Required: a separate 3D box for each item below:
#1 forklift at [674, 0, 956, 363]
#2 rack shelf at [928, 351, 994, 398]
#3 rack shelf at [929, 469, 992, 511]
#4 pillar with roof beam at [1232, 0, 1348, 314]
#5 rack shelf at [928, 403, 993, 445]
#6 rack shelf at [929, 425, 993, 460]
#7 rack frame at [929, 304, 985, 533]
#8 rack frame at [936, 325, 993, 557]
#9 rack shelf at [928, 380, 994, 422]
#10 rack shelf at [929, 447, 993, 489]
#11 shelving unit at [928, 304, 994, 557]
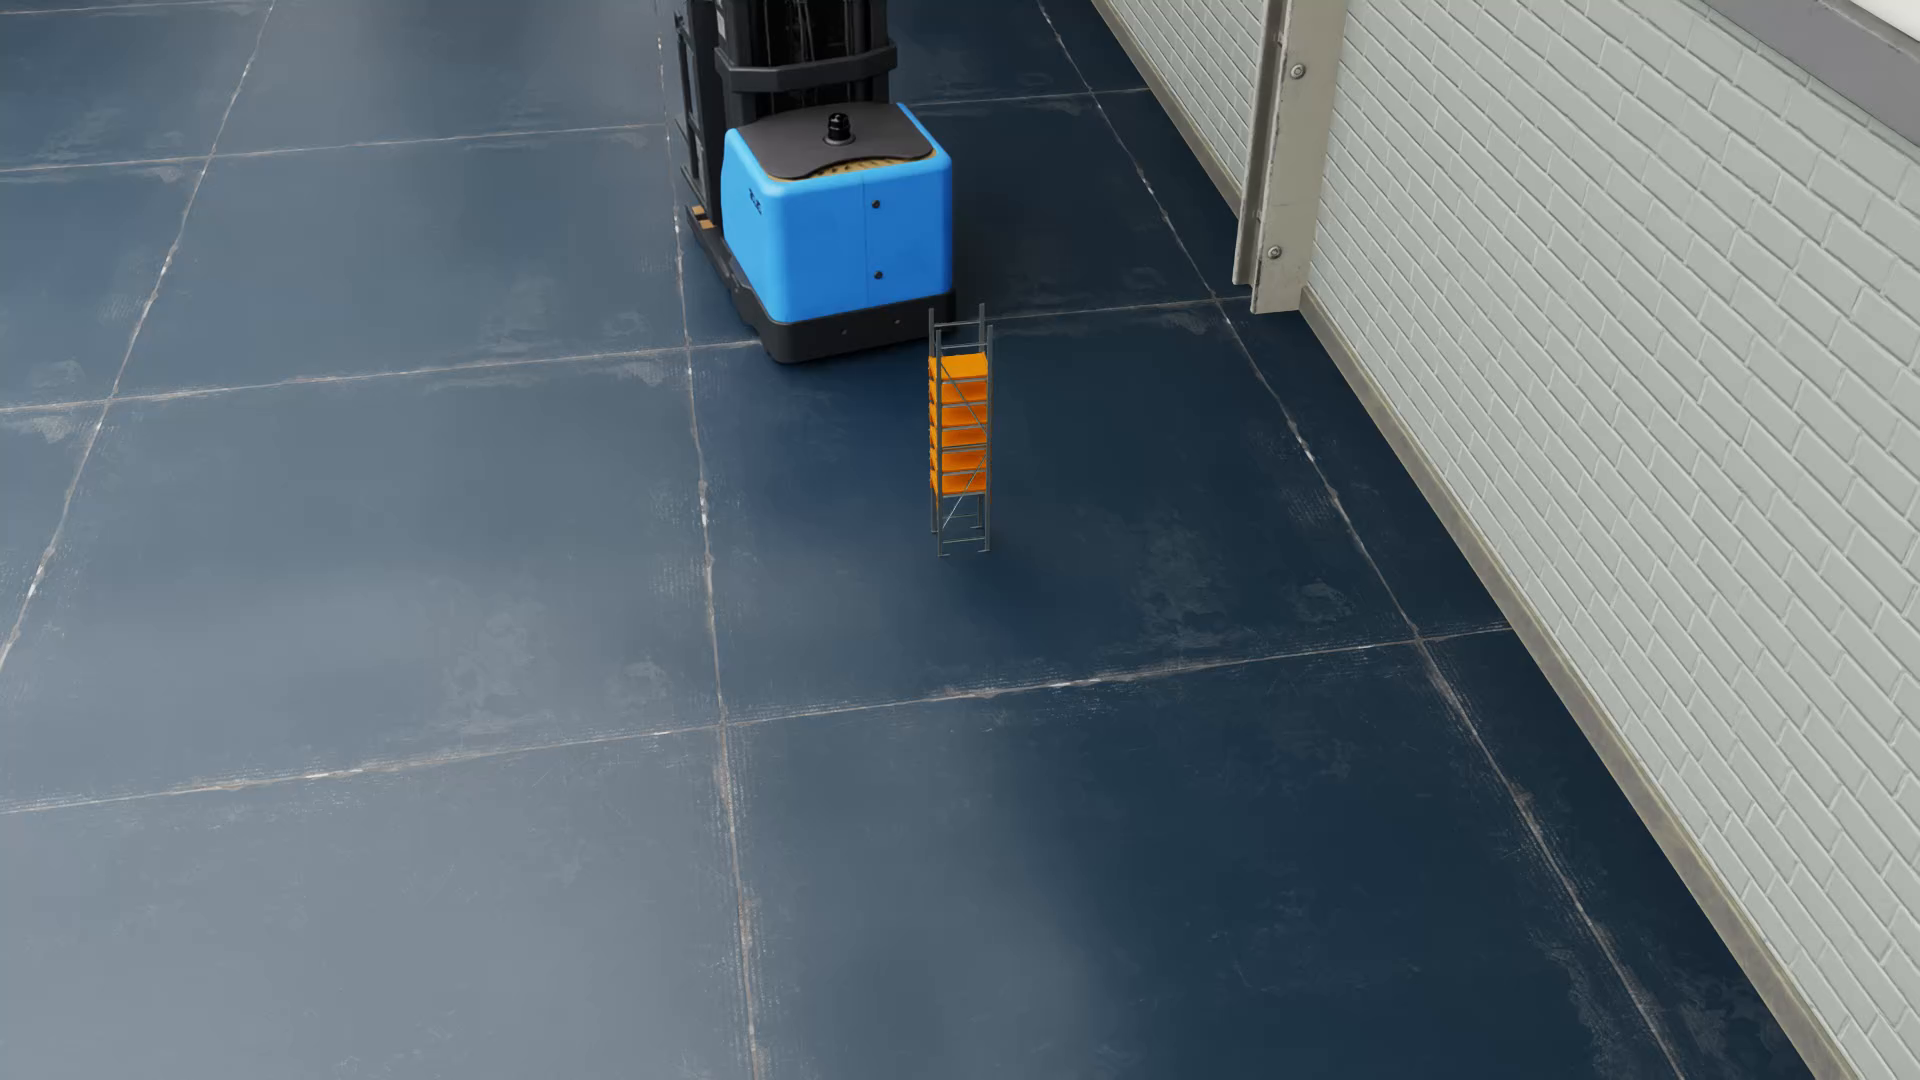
[{"bbox_3d":[-1.026,-3.004,9.228,1.130,2.935,3.031,-13,40,-16],"label":"forklift"},{"bbox_3d":[0.003,-0.714,7.177,0.258,0.103,0.180,-6,38,-8],"label":"rack shelf"},{"bbox_3d":[0.003,-0.240,7.545,0.258,0.103,0.180,-6,38,-8],"label":"rack shelf"},{"bbox_3d":[-2.467,-4.504,6.212,9.100,9.000,0.400,-6,38,-8],"label":"pillar with roof beam"},{"bbox_3d":[0.003,-0.525,7.324,0.258,0.103,0.180,-6,38,-8],"label":"rack shelf"},{"bbox_3d":[0.003,-0.430,7.398,0.258,0.103,0.180,-6,38,-8],"label":"rack shelf"},{"bbox_3d":[-0.013,-0.520,7.442,0.240,1.200,0.006,-6,38,-8],"label":"rack frame"},{"bbox_3d":[0.019,-0.410,7.300,0.240,1.200,0.006,-6,38,-8],"label":"rack frame"},{"bbox_3d":[0.003,-0.620,7.251,0.258,0.103,0.180,-6,38,-8],"label":"rack shelf"},{"bbox_3d":[0.003,-0.335,7.472,0.258,0.103,0.180,-6,38,-8],"label":"rack shelf"},{"bbox_3d":[0.003,-0.465,7.371,0.258,1.200,0.189,-6,38,-8],"label":"shelving unit"}]
